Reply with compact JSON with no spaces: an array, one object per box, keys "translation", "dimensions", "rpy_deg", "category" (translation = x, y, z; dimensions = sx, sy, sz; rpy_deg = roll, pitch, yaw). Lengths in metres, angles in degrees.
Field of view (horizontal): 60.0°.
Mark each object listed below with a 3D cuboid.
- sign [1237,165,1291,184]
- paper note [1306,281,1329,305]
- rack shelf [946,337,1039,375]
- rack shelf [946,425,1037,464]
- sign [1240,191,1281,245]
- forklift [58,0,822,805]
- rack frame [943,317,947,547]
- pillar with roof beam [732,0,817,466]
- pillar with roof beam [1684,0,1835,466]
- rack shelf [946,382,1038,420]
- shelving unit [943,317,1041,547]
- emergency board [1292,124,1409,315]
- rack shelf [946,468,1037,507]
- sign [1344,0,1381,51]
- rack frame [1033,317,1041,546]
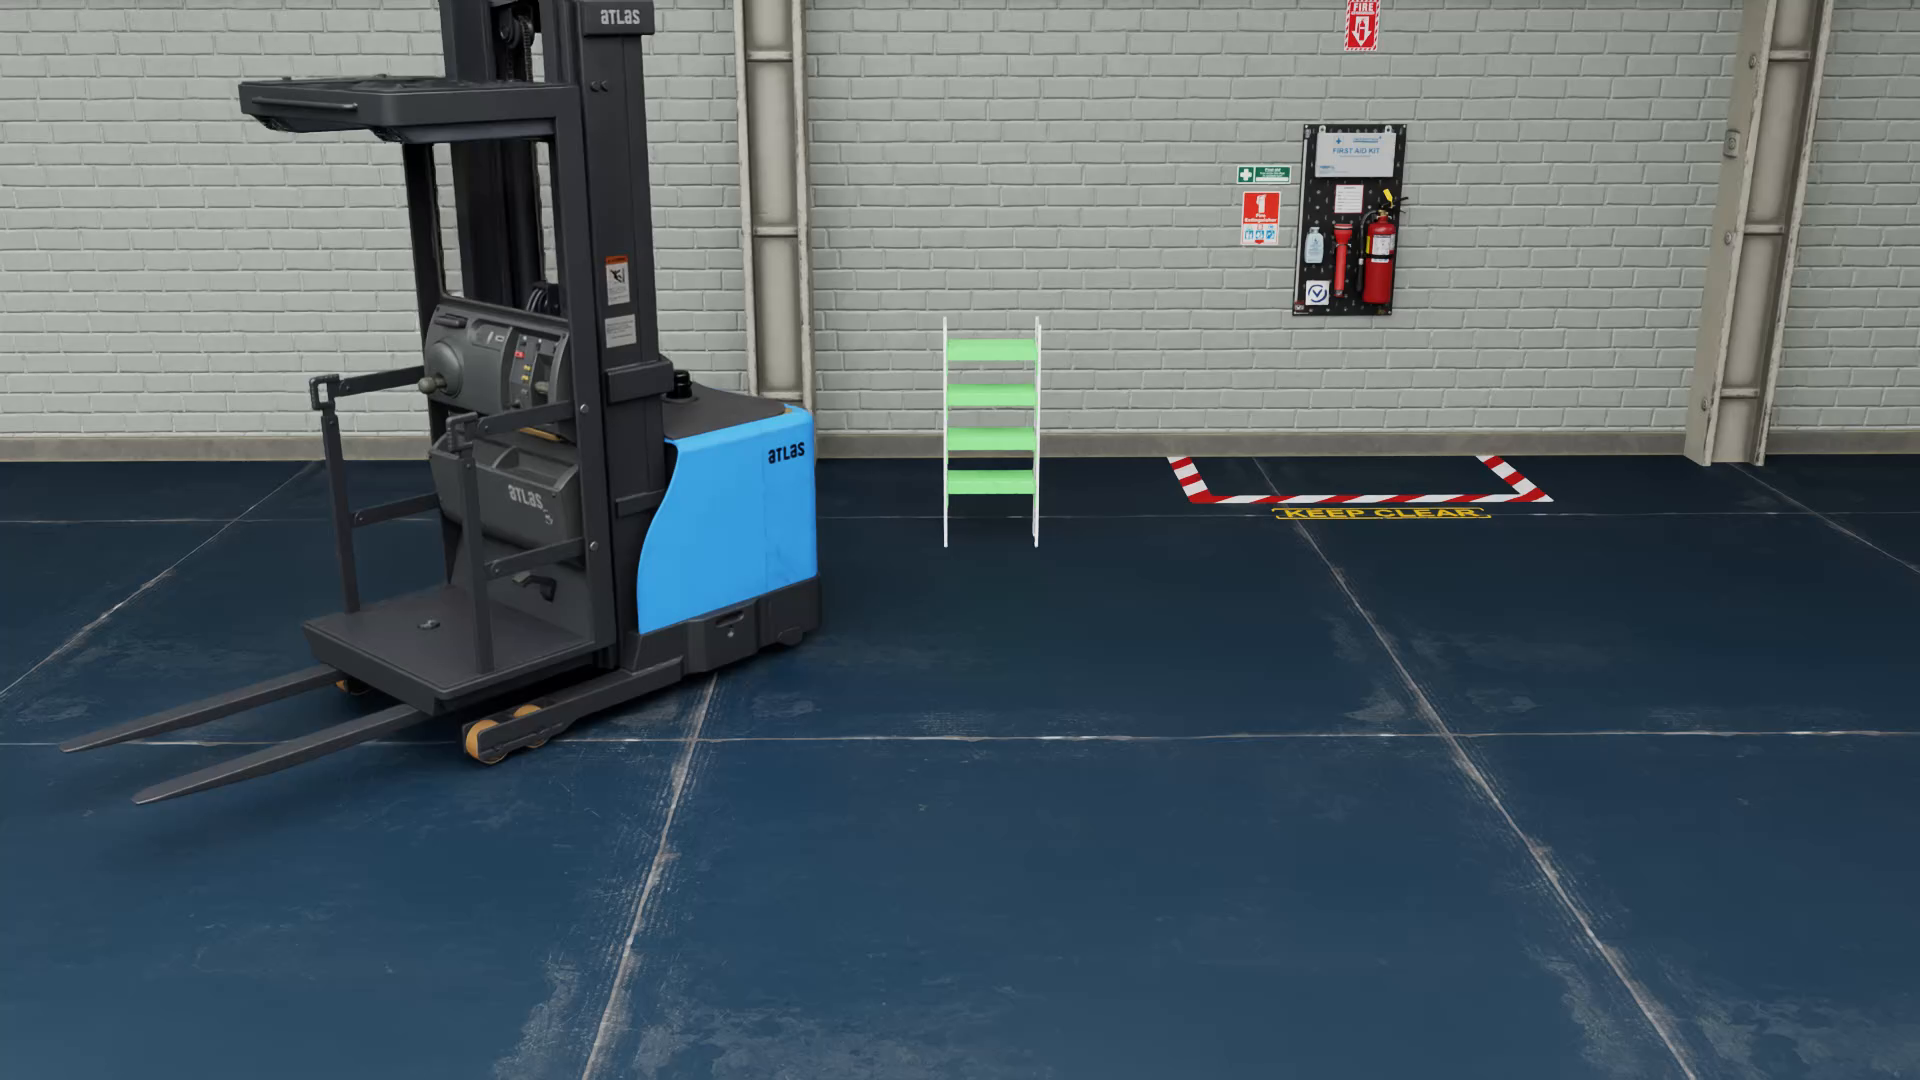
[{"translation":[1.863,-2.239,10.192],"dimensions":[0.331,0.109,0.001],"rpy_deg":[0,18,-1],"category":"sign"},{"translation":[2.235,-1.545,10.395],"dimensions":[0.142,0.148,0.016],"rpy_deg":[0,18,-1],"category":"paper note"},{"translation":[0.166,-0.968,8.740],"dimensions":[0.480,0.148,0.258],"rpy_deg":[0,18,-1],"category":"rack shelf"},{"translation":[0.166,-0.511,8.886],"dimensions":[0.480,0.148,0.258],"rpy_deg":[0,18,-1],"category":"rack shelf"},{"translation":[1.859,-1.990,10.281],"dimensions":[0.234,0.329,0.001],"rpy_deg":[0,18,-1],"category":"sign"},{"translation":[-1.990,-0.712,6.469],"dimensions":[1.130,2.935,3.031],"rpy_deg":[15,23,39],"category":"forklift"},{"translation":[-0.078,-0.571,8.863],"dimensions":[0.015,1.200,0.240],"rpy_deg":[0,18,-1],"category":"rack frame"},{"translation":[-1.047,-3.457,5.093],"dimensions":[0.400,9.000,9.100],"rpy_deg":[0,18,-1],"category":"pillar with roof beam"},{"translation":[4.953,-3.486,5.183],"dimensions":[0.400,9.000,9.100],"rpy_deg":[0,18,-1],"category":"pillar with roof beam"},{"translation":[0.166,-0.740,8.813],"dimensions":[0.480,0.148,0.258],"rpy_deg":[0,18,-1],"category":"rack shelf"},{"translation":[0.166,-0.572,8.867],"dimensions":[0.503,1.200,0.258],"rpy_deg":[0,18,-1],"category":"shelving unit"},{"translation":[2.413,-1.944,10.197],"dimensions":[0.643,1.169,0.194],"rpy_deg":[0,18,-1],"category":"emergency board"},{"translation":[0.166,-0.283,8.960],"dimensions":[0.480,0.148,0.258],"rpy_deg":[0,18,-1],"category":"rack shelf"},{"translation":[2.404,-3.078,9.938],"dimensions":[0.199,0.298,0.001],"rpy_deg":[0,18,-1],"category":"sign"},{"translation":[0.409,-0.573,8.870],"dimensions":[0.015,1.200,0.240],"rpy_deg":[0,18,-1],"category":"rack frame"}]
